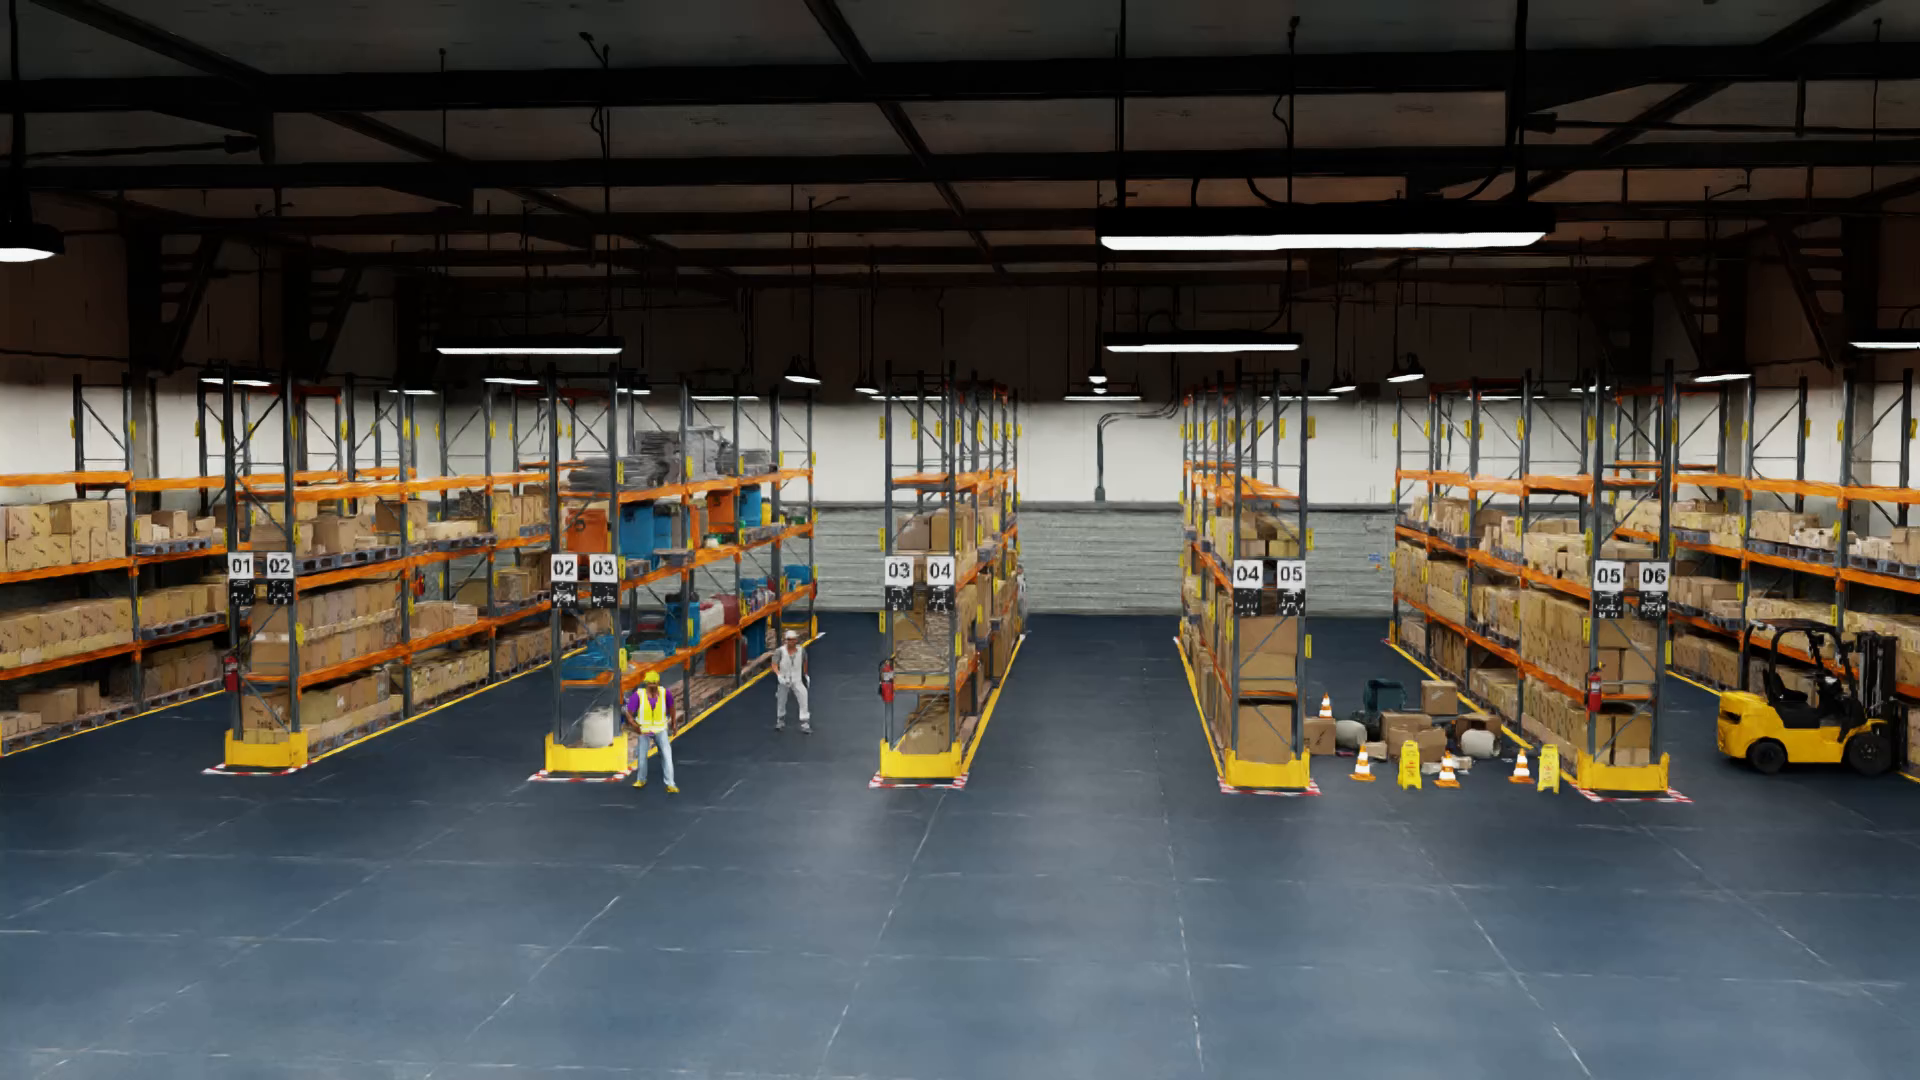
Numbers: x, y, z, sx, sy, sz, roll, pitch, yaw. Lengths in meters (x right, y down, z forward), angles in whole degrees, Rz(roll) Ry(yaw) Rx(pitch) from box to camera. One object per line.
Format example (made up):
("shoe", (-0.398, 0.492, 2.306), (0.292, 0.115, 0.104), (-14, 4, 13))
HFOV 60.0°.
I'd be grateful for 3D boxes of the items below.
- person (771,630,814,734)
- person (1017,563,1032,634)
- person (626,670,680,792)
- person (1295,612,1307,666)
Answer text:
("person", (-2.790, 2.325, 27.493), (0.676, 1.719, 0.839), (-1, 4, -11))
("person", (1.407, 1.434, 41.024), (0.629, 1.749, 0.559), (-4, 5, -44))
("person", (-4.263, 2.629, 23.046), (0.714, 1.696, 0.823), (-1, 4, -12))
("person", (7.154, 1.793, 35.495), (0.576, 1.718, 0.626), (3, 5, 37))
